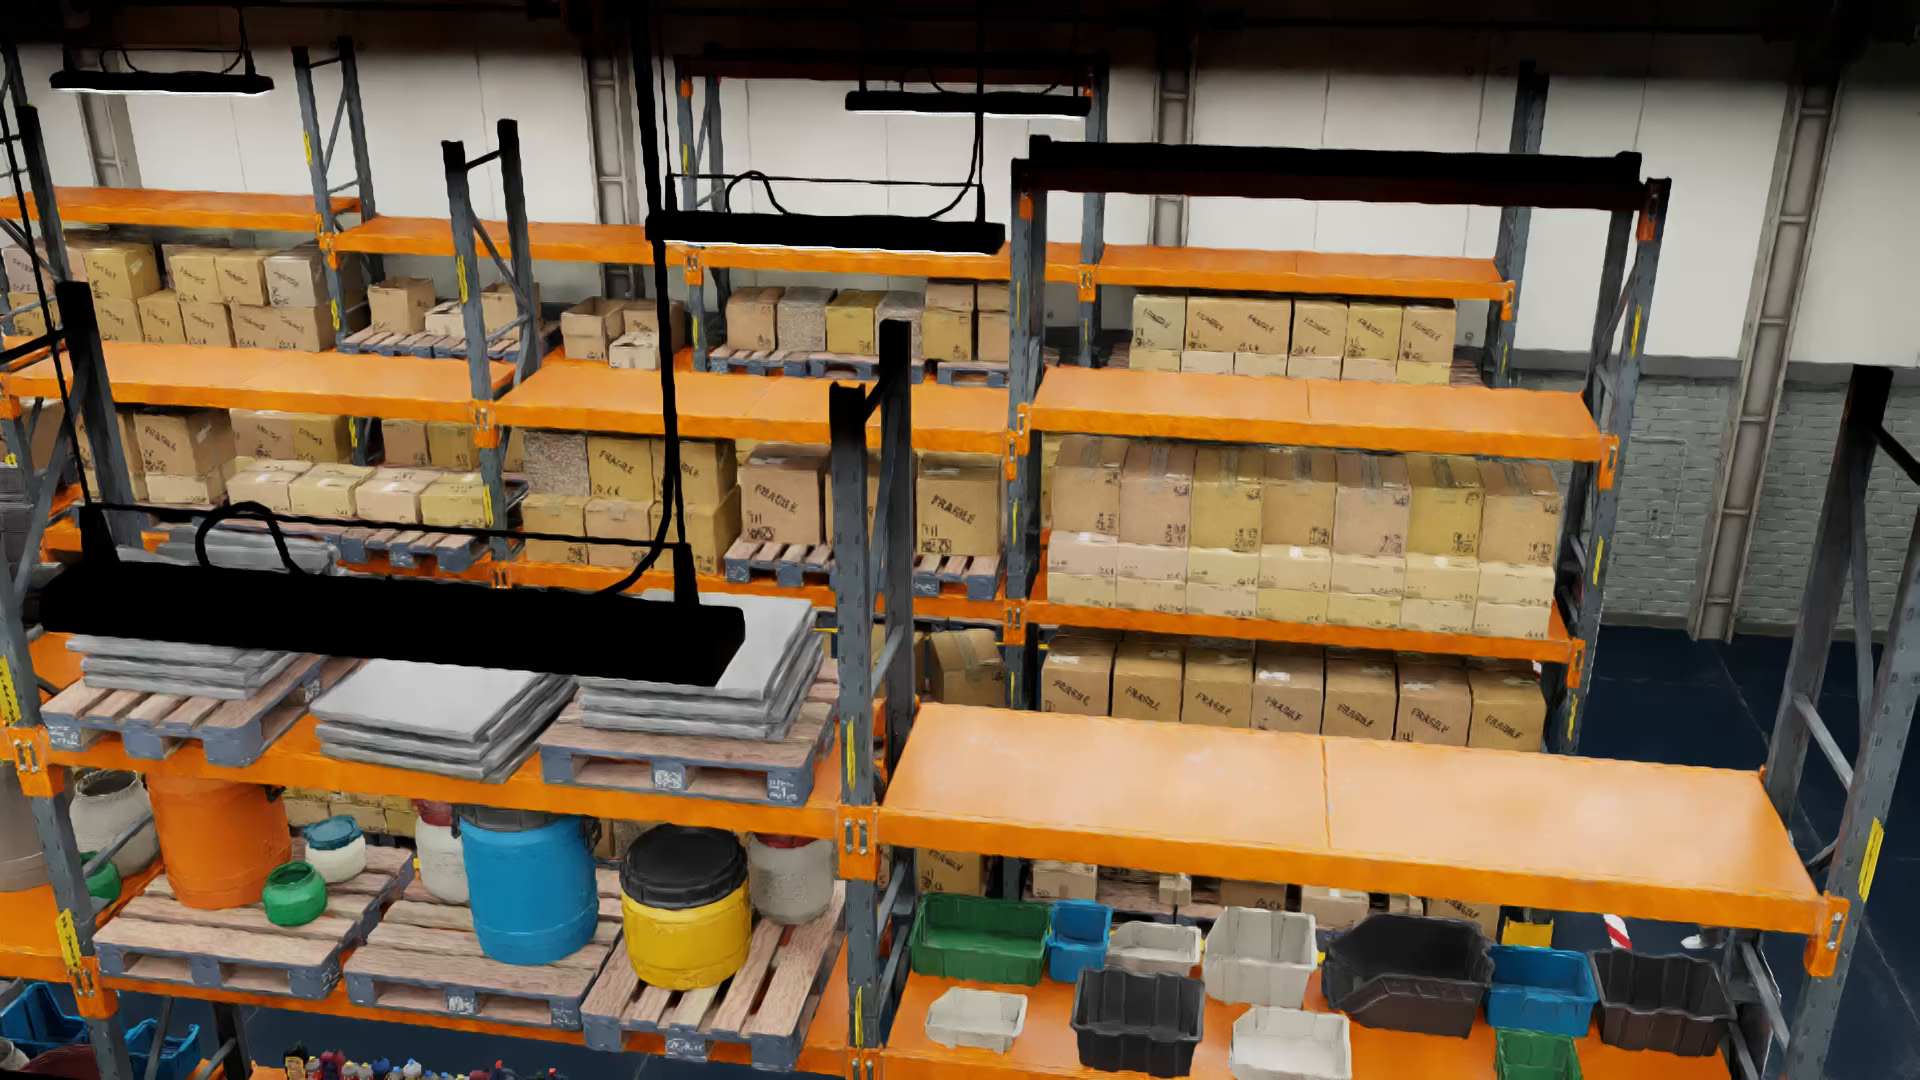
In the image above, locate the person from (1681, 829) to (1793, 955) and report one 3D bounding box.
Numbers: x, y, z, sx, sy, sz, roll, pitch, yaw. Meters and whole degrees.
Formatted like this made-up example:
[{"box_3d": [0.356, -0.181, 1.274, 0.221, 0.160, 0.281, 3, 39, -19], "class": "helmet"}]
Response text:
[{"box_3d": [5.756, 2.511, 12.290, 0.627, 1.667, 0.447, 16, 28, 33], "class": "person"}]
